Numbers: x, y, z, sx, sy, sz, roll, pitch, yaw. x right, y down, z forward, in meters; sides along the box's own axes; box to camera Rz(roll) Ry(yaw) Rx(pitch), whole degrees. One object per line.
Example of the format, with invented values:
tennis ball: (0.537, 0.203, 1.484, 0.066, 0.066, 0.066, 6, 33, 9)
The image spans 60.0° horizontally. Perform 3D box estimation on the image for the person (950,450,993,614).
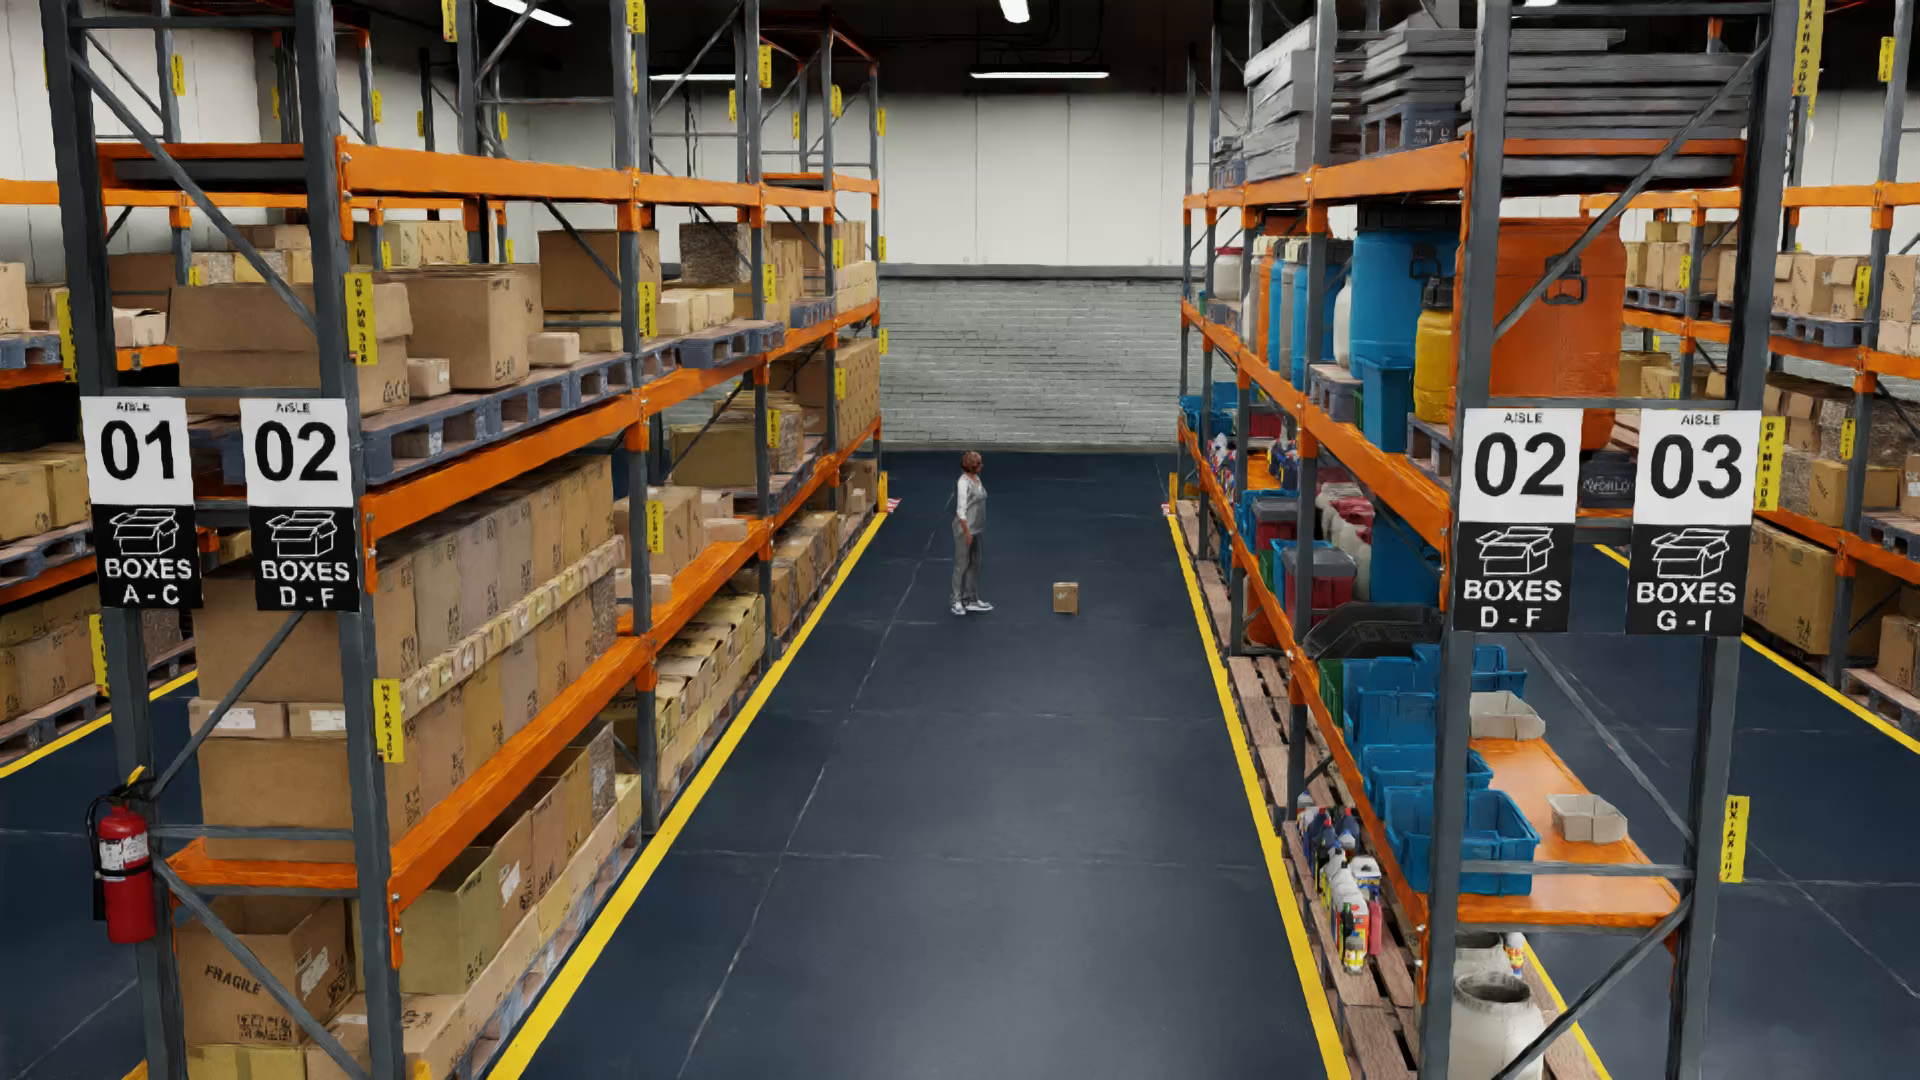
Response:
person: (0.085, -0.082, 16.274, 0.369, 1.600, 0.434, 5, 12, 26)
